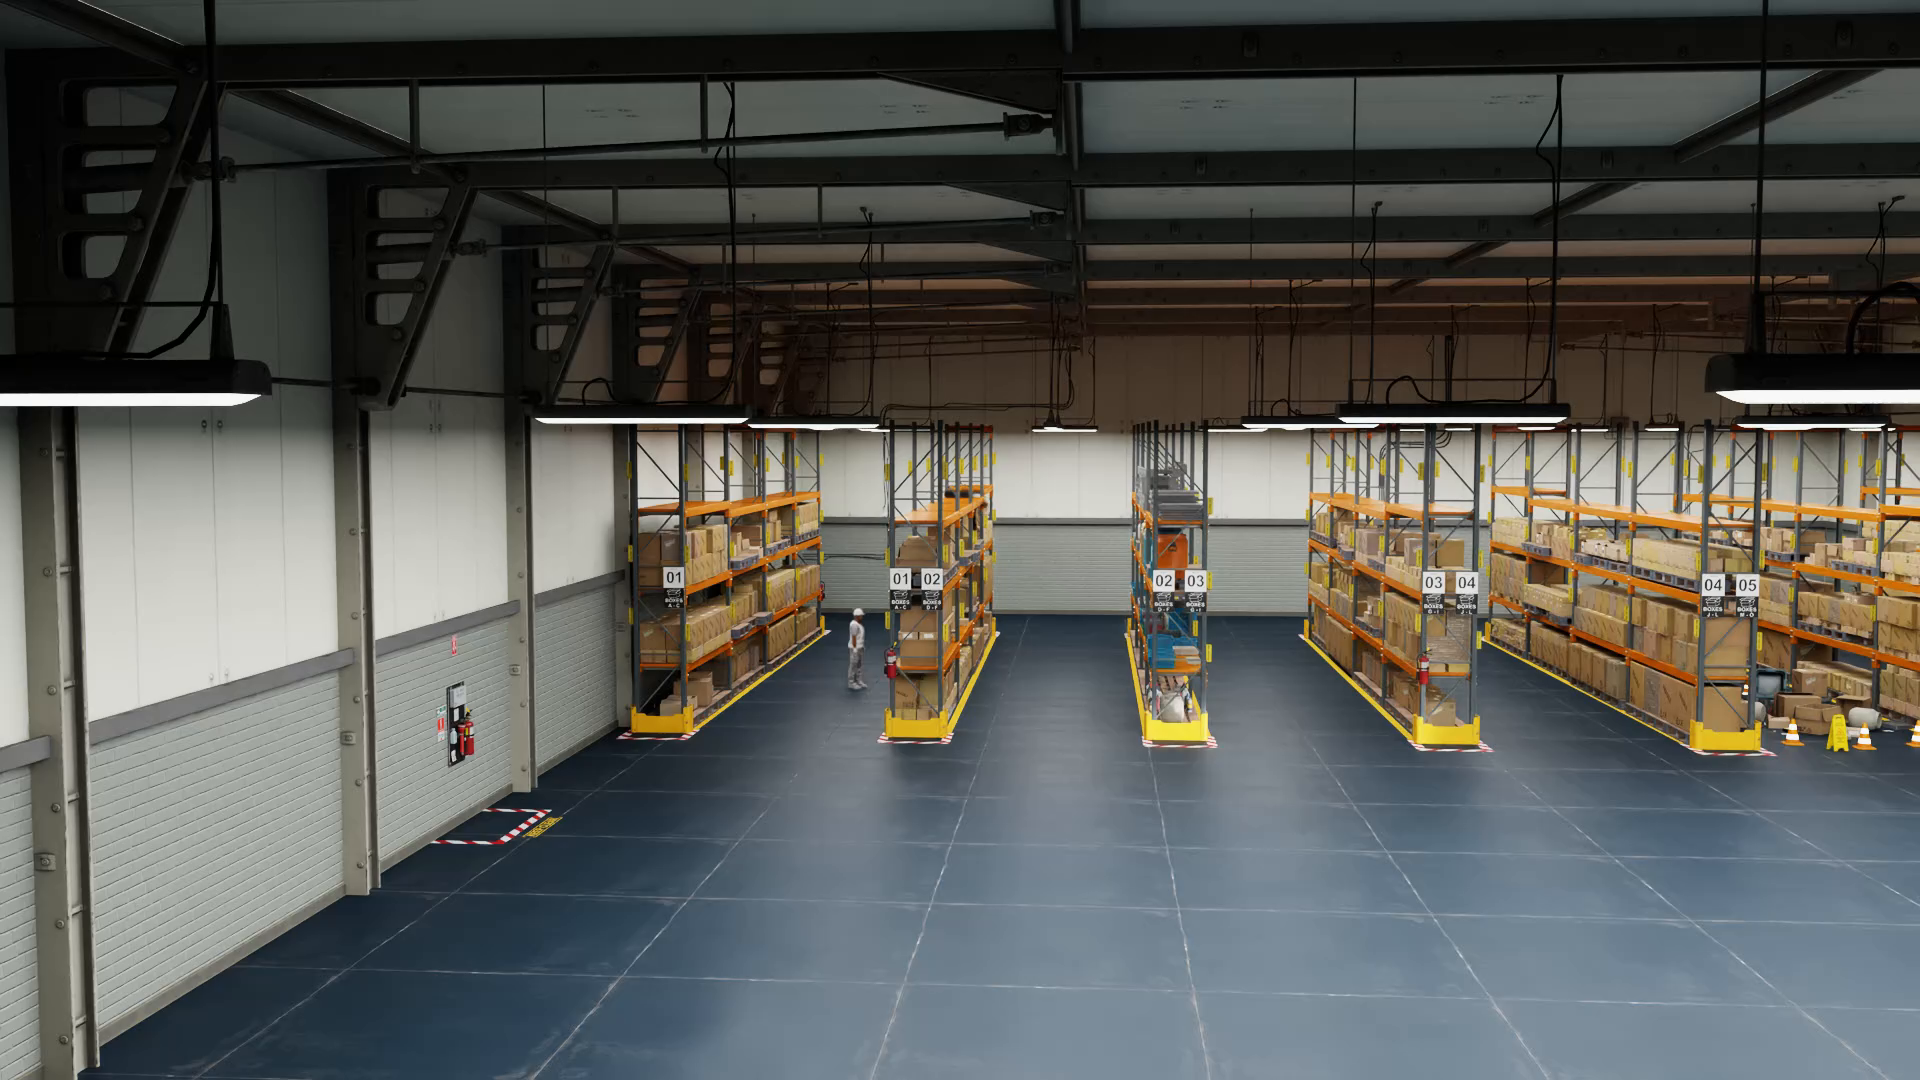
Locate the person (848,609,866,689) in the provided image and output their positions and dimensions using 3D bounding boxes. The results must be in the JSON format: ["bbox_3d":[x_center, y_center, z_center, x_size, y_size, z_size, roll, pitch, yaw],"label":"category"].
[{"bbox_3d":[-2.325,2.446,37.589,0.417,1.798,0.576,0,4,6],"label":"person"}]
